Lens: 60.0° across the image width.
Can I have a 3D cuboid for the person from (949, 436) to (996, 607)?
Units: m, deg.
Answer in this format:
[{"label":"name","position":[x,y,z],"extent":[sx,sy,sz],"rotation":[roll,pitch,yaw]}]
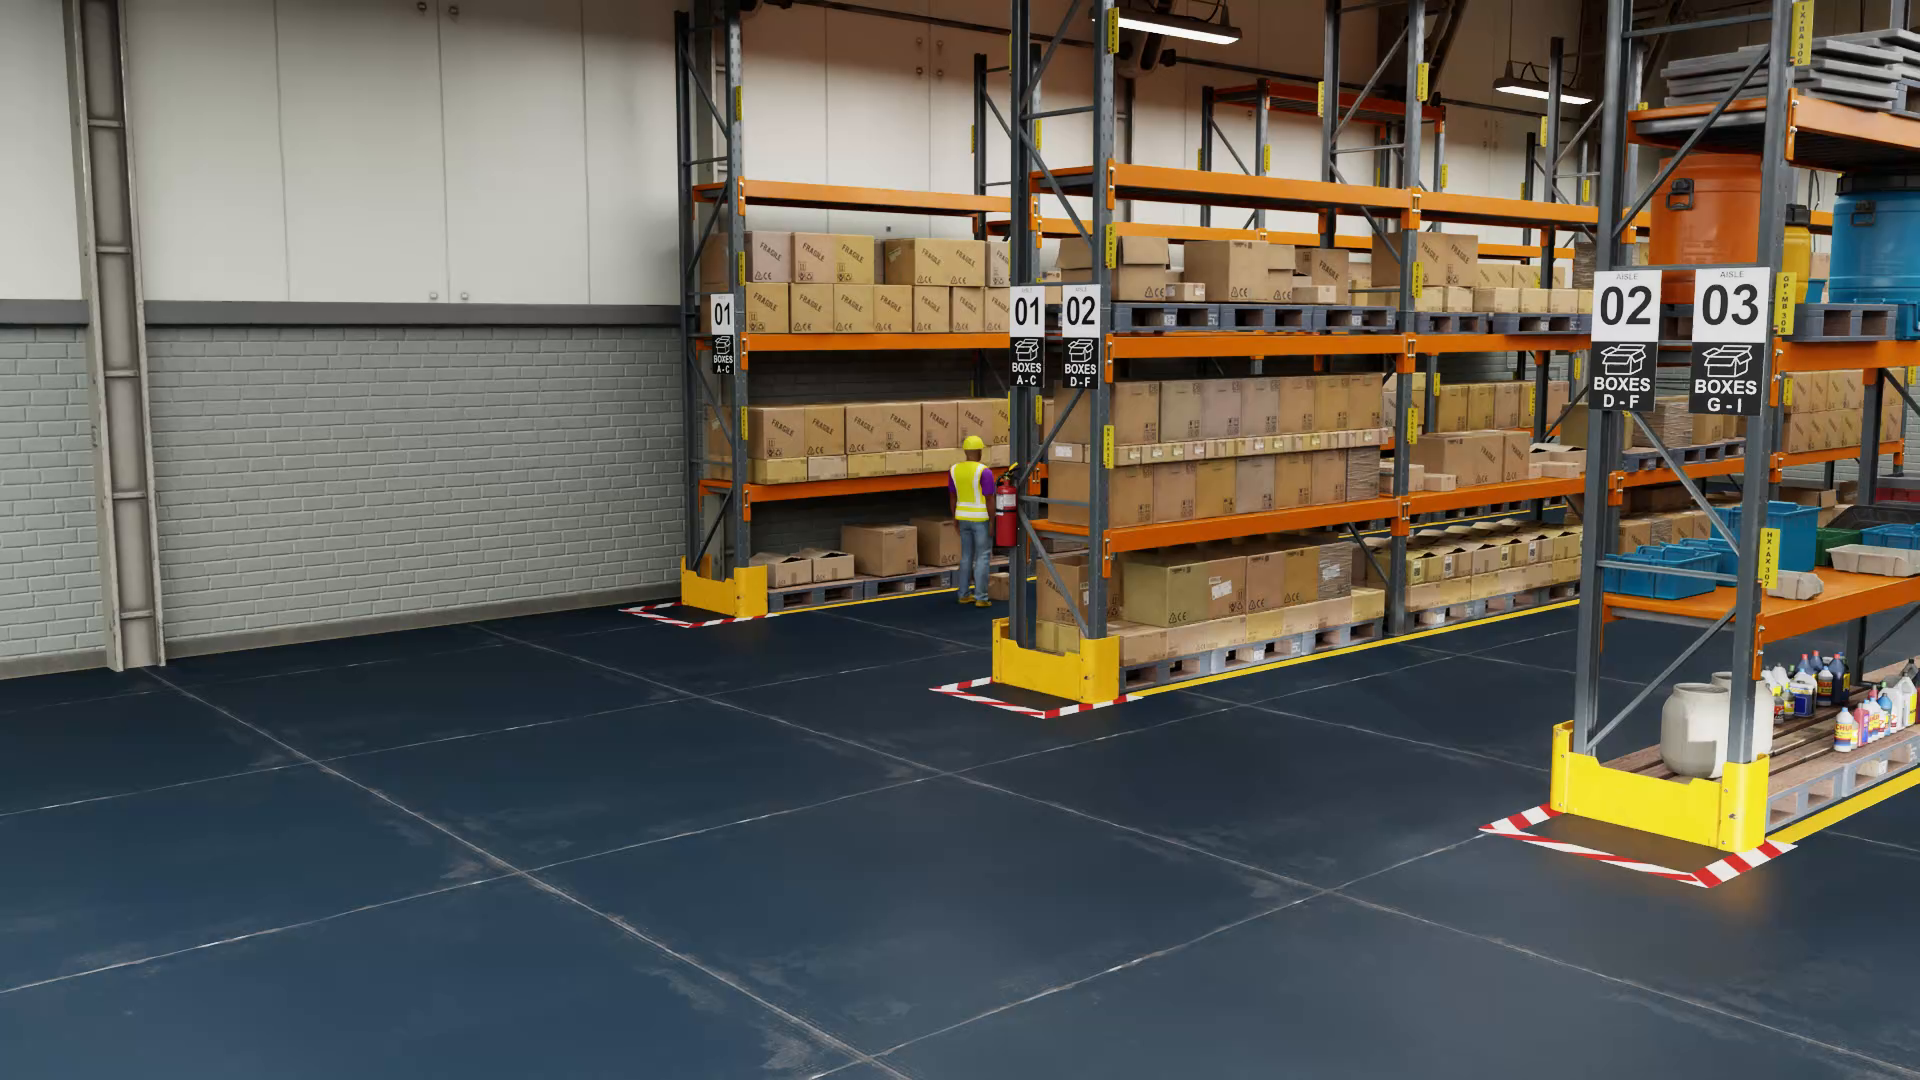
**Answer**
[{"label":"person","position":[0.158,-0.194,17.295],"extent":[0.565,1.785,0.396],"rotation":[6,9,37]}]
